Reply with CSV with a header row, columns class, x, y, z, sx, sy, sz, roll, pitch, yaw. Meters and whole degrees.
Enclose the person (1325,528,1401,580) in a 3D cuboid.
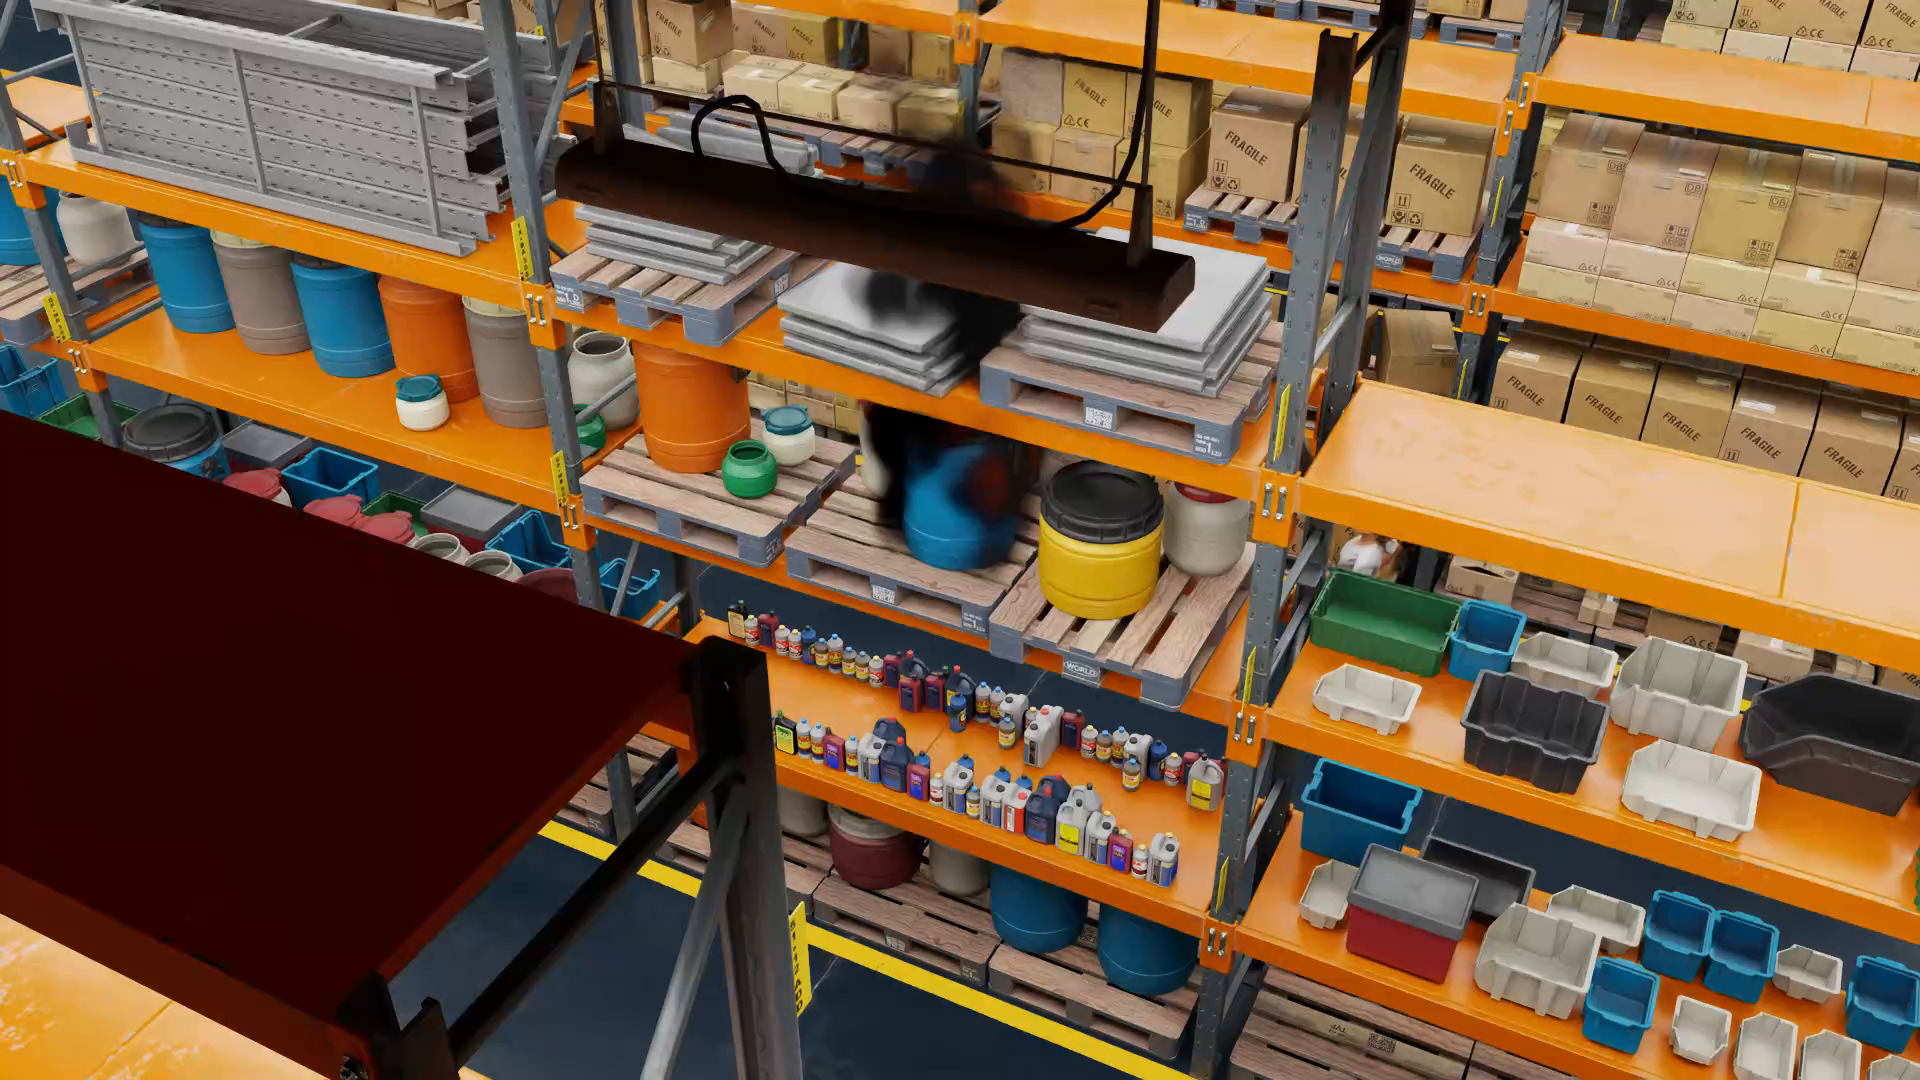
class,x,y,z,sx,sy,sz,roll,pitch,yaw
person,2.662,0.464,11.225,0.823,1.716,0.546,8,36,11
